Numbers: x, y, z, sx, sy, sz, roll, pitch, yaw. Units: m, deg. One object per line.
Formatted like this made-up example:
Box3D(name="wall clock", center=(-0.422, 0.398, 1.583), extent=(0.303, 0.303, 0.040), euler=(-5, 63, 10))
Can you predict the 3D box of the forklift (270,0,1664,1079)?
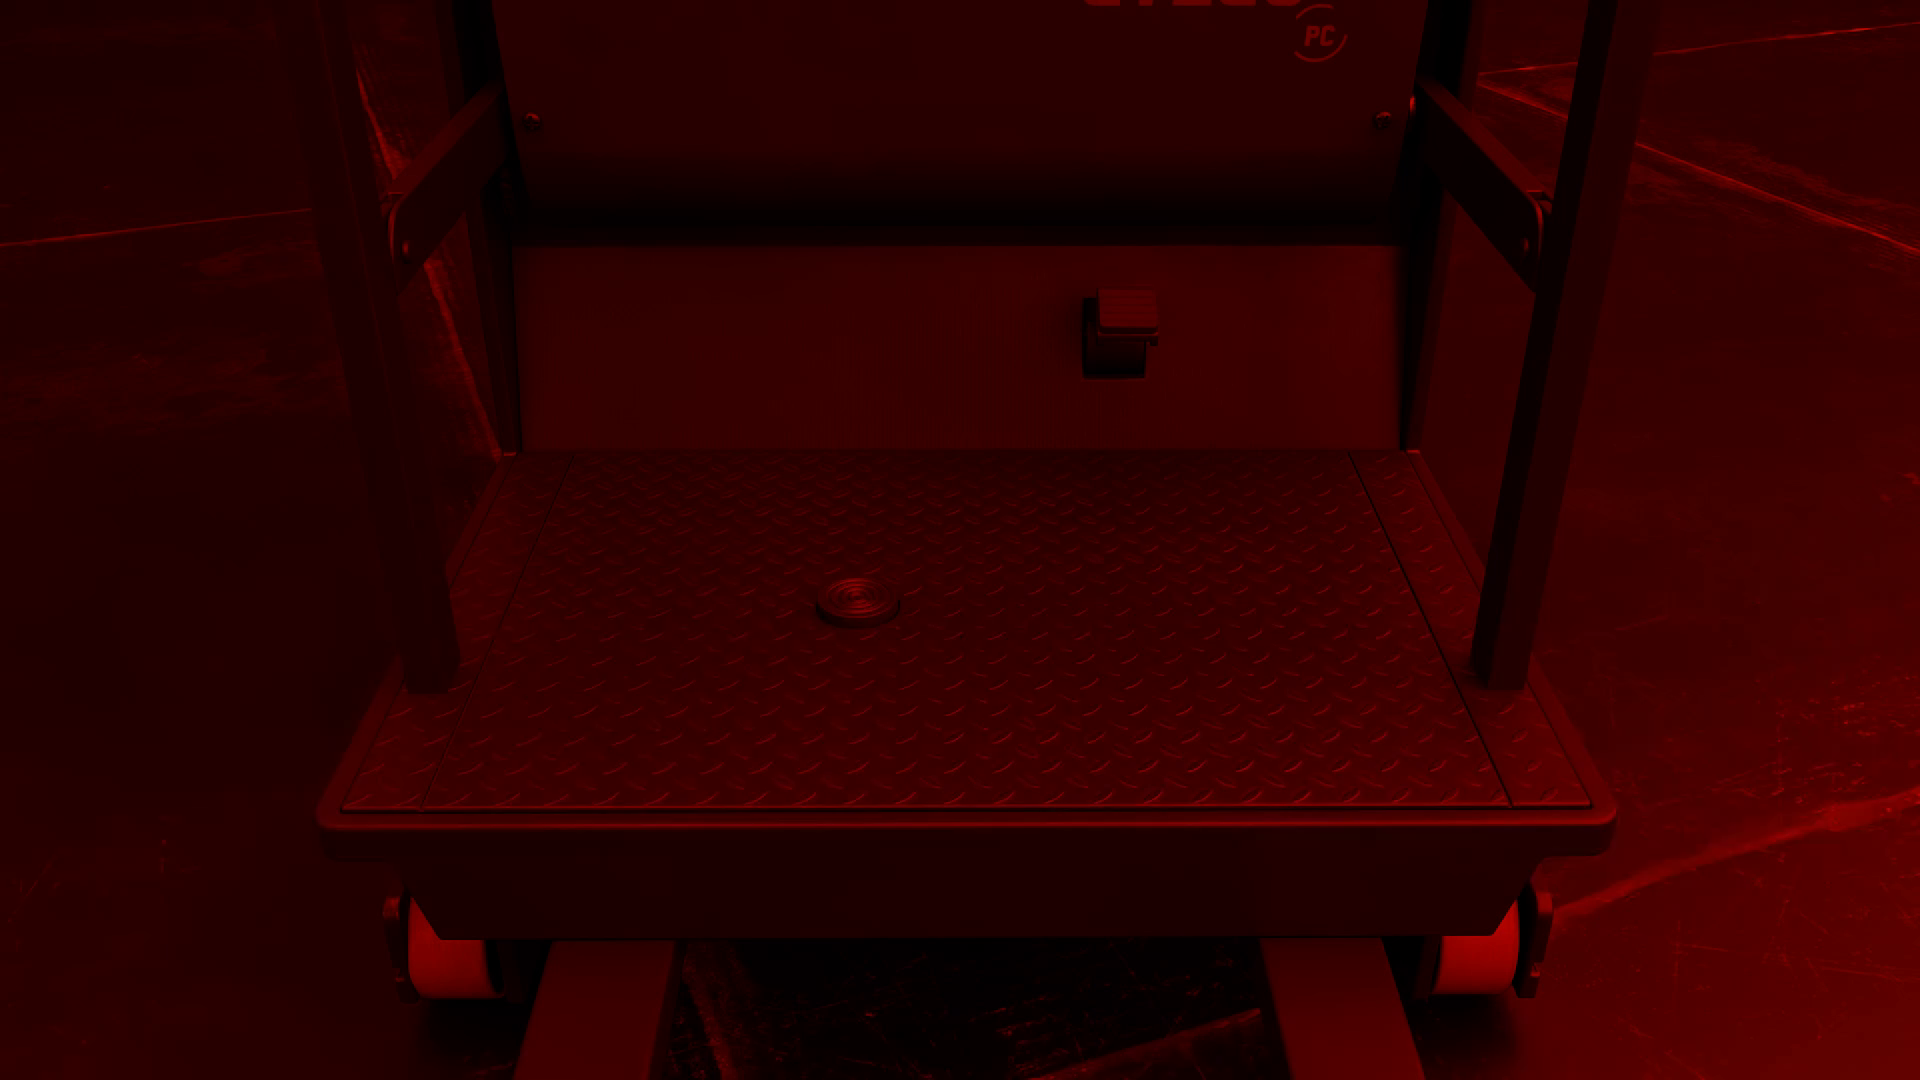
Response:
Box3D(name="forklift", center=(0.003, -0.964, 1.232), extent=(1.130, 2.935, 3.031), euler=(0, 30, 0))
